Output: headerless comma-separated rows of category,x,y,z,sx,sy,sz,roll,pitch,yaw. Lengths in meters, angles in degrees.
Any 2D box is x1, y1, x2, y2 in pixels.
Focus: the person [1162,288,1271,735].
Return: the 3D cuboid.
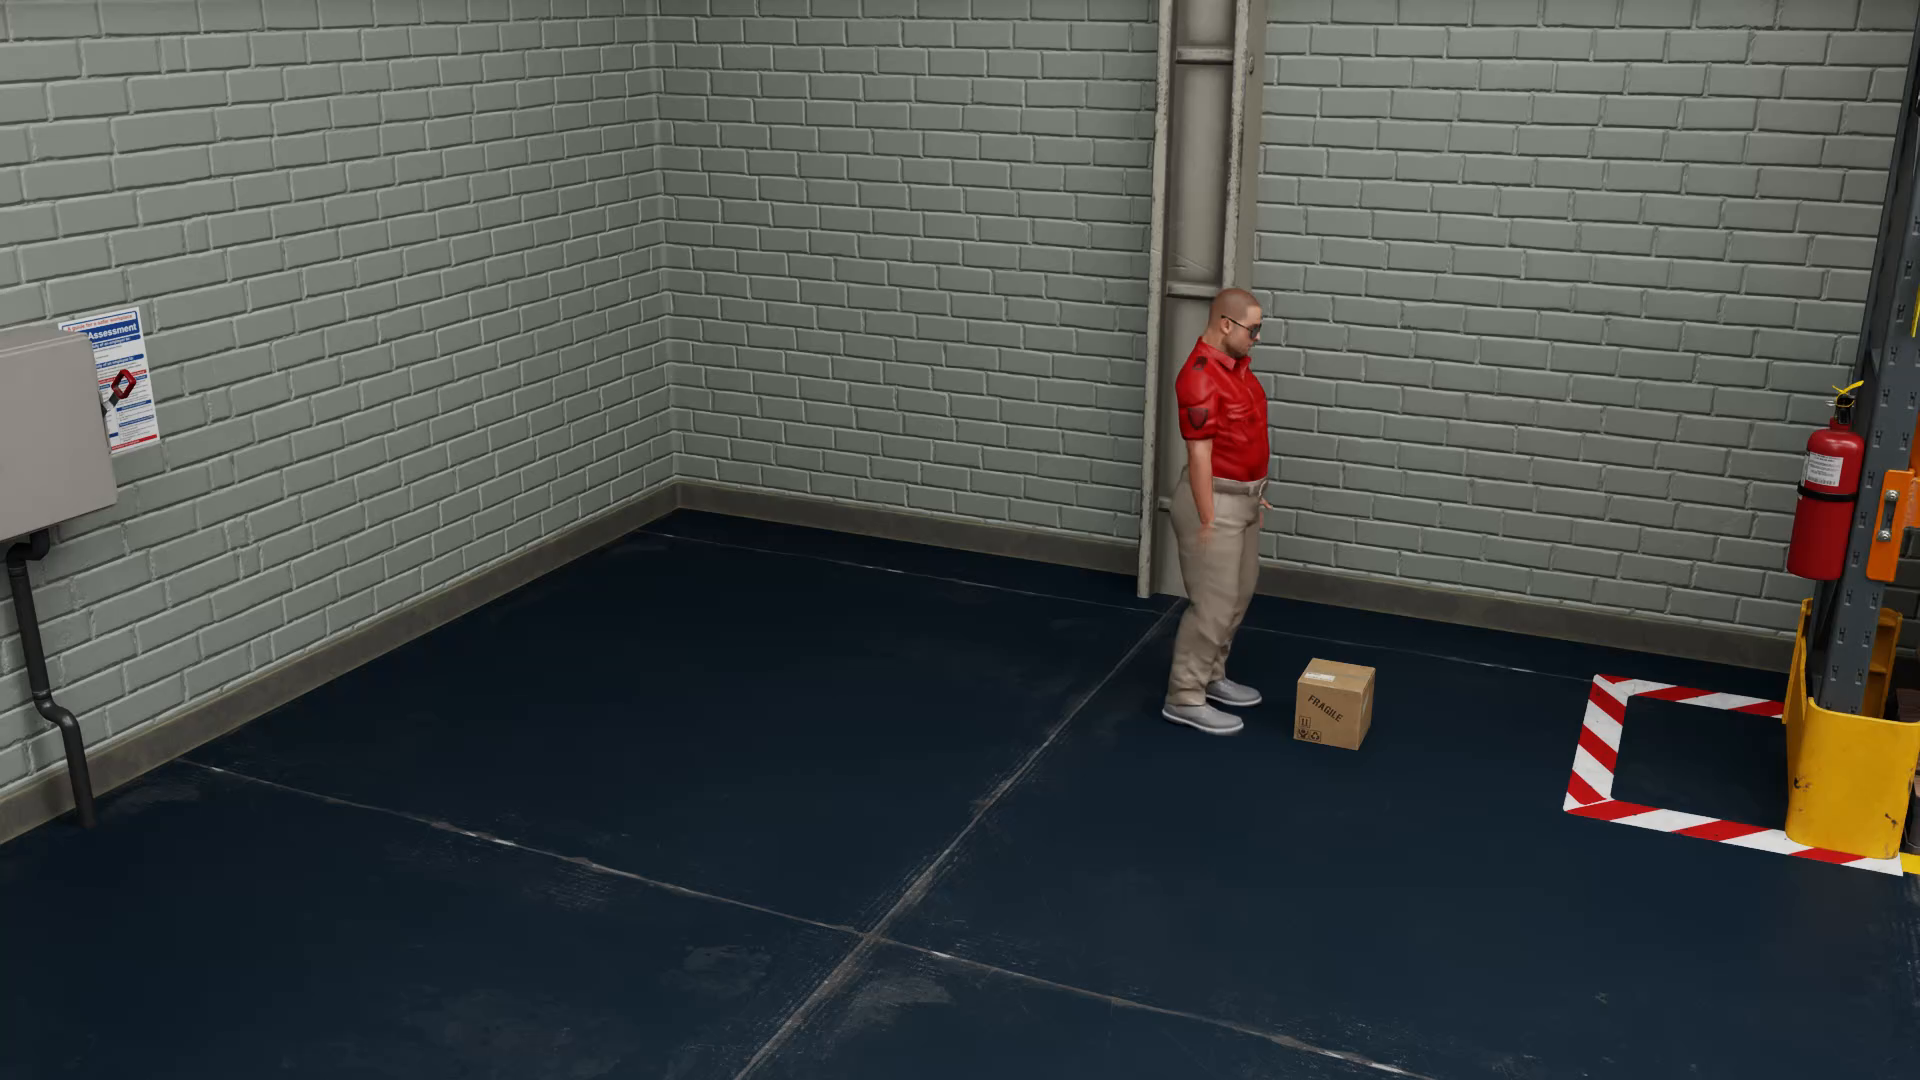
person,1.027,-0.125,6.478,0.358,1.720,0.531,9,21,24
